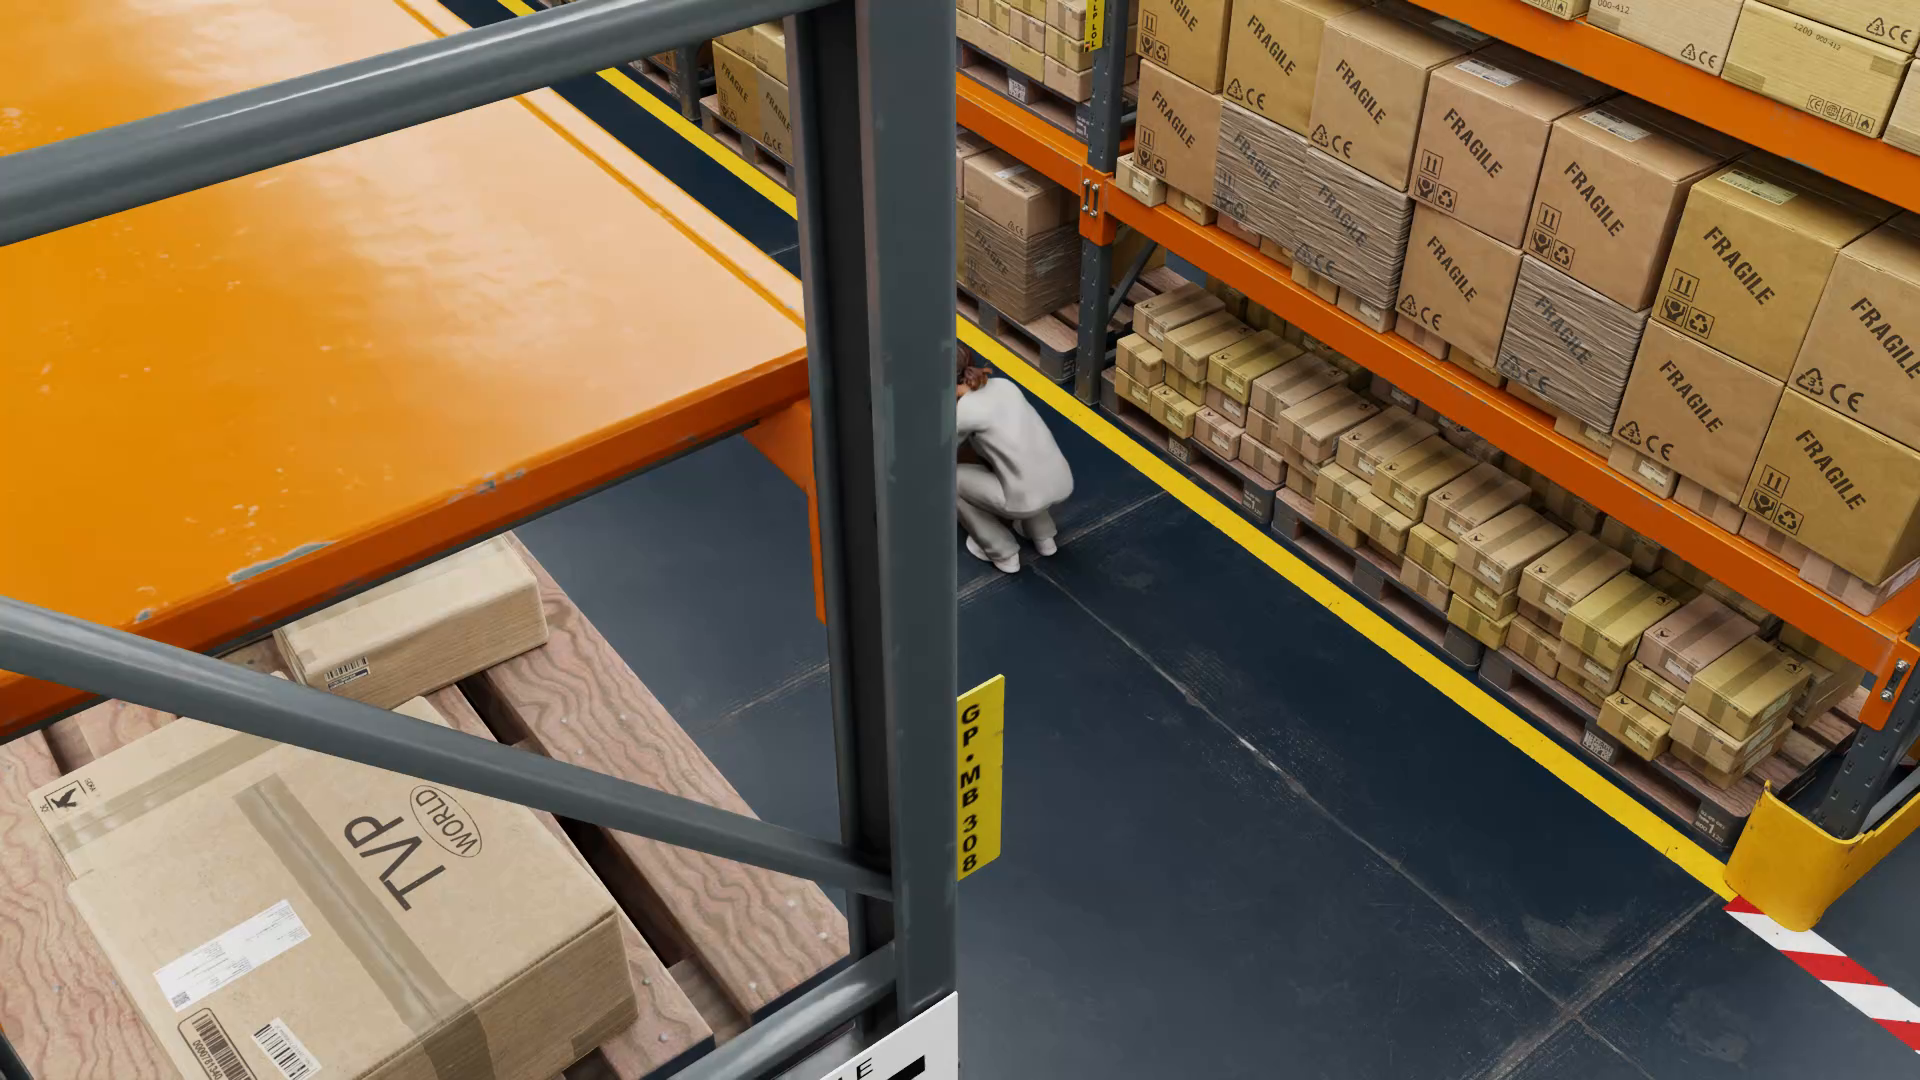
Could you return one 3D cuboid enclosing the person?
[{"bbox_3d":[0.146,-0.392,7.448,0.465,0.947,0.823,-27,48,-28],"label":"person"}]
